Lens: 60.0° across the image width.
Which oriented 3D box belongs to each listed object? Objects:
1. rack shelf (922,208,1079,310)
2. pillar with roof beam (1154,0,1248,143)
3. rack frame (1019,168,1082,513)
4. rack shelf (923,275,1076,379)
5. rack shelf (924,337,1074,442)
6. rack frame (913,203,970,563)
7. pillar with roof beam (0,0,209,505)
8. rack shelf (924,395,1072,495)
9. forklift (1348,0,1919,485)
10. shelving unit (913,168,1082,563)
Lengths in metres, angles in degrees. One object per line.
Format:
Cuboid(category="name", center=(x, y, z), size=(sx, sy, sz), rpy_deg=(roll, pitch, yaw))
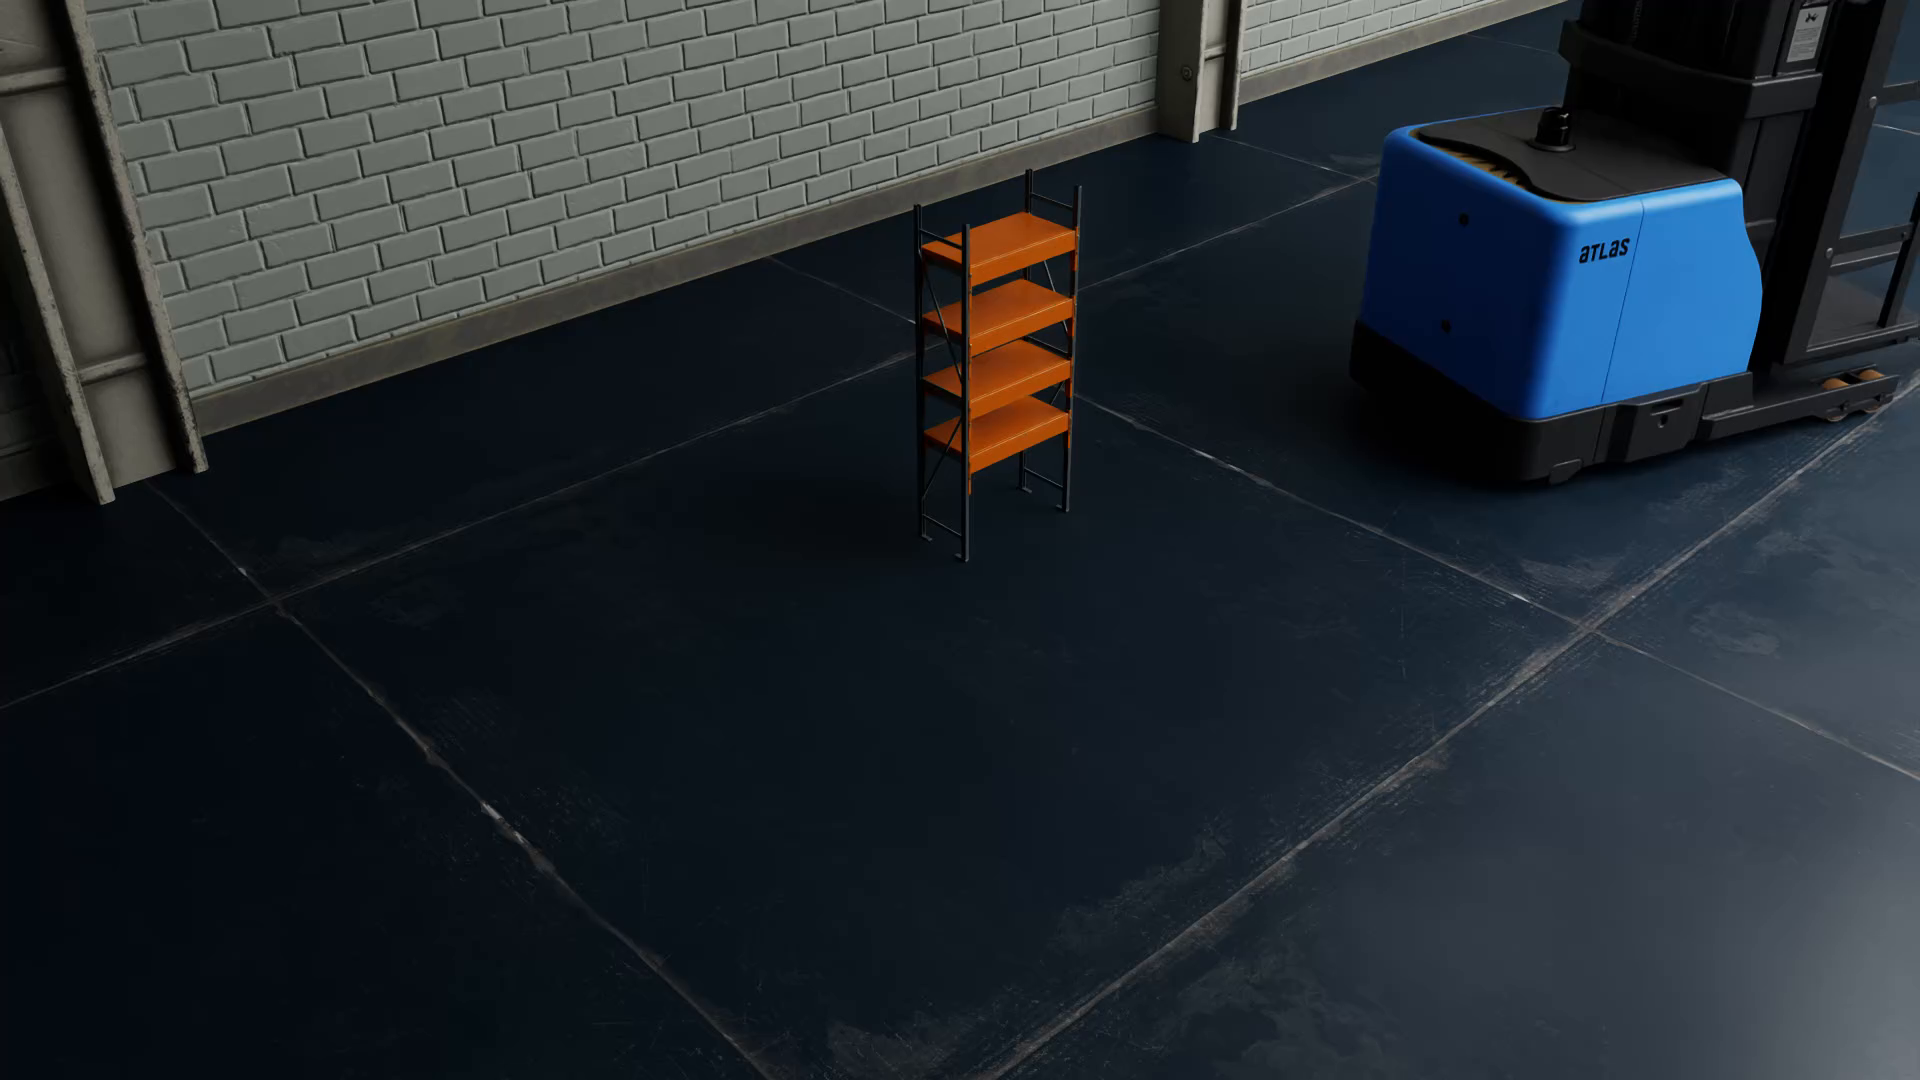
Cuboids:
Cuboid(category="rack shelf", center=(0.121, -0.906, 5.328), size=(0.480, 0.148, 0.258), rpy_deg=(-26, 40, -35))
Cuboid(category="pillar with roof beam", center=(4.287, -4.573, 4.603), size=(0.400, 9.000, 9.100), rpy_deg=(-26, 40, -35))
Cuboid(category="rack frame", center=(0.300, -0.657, 5.675), size=(0.015, 1.200, 0.240), rpy_deg=(-26, 40, -35))
Cuboid(category="rack shelf", center=(0.121, -0.704, 5.451), size=(0.480, 0.148, 0.258), rpy_deg=(-26, 40, -35))
Cuboid(category="rack shelf", center=(0.121, -0.513, 5.568), size=(0.480, 0.148, 0.258), rpy_deg=(-26, 40, -35))
Cuboid(category="rack frame", center=(-0.058, -0.484, 5.391), size=(0.015, 1.200, 0.240), rpy_deg=(-26, 40, -35))
Cuboid(category="pillar with roof beam", center=(-0.113, -2.445, 1.123), size=(0.400, 9.000, 9.100), rpy_deg=(-26, 40, -35))
Cuboid(category="rack shelf", center=(0.121, -0.344, 5.672), size=(0.480, 0.148, 0.258), rpy_deg=(-26, 40, -35))
Cuboid(category="forklift", center=(3.130, -1.950, 6.130), size=(3.031, 2.935, 1.130), rpy_deg=(-13, 34, -20))
Cuboid(category="shelving unit", center=(0.121, -0.571, 5.533), size=(0.503, 1.200, 0.258), rpy_deg=(-26, 40, -35))
